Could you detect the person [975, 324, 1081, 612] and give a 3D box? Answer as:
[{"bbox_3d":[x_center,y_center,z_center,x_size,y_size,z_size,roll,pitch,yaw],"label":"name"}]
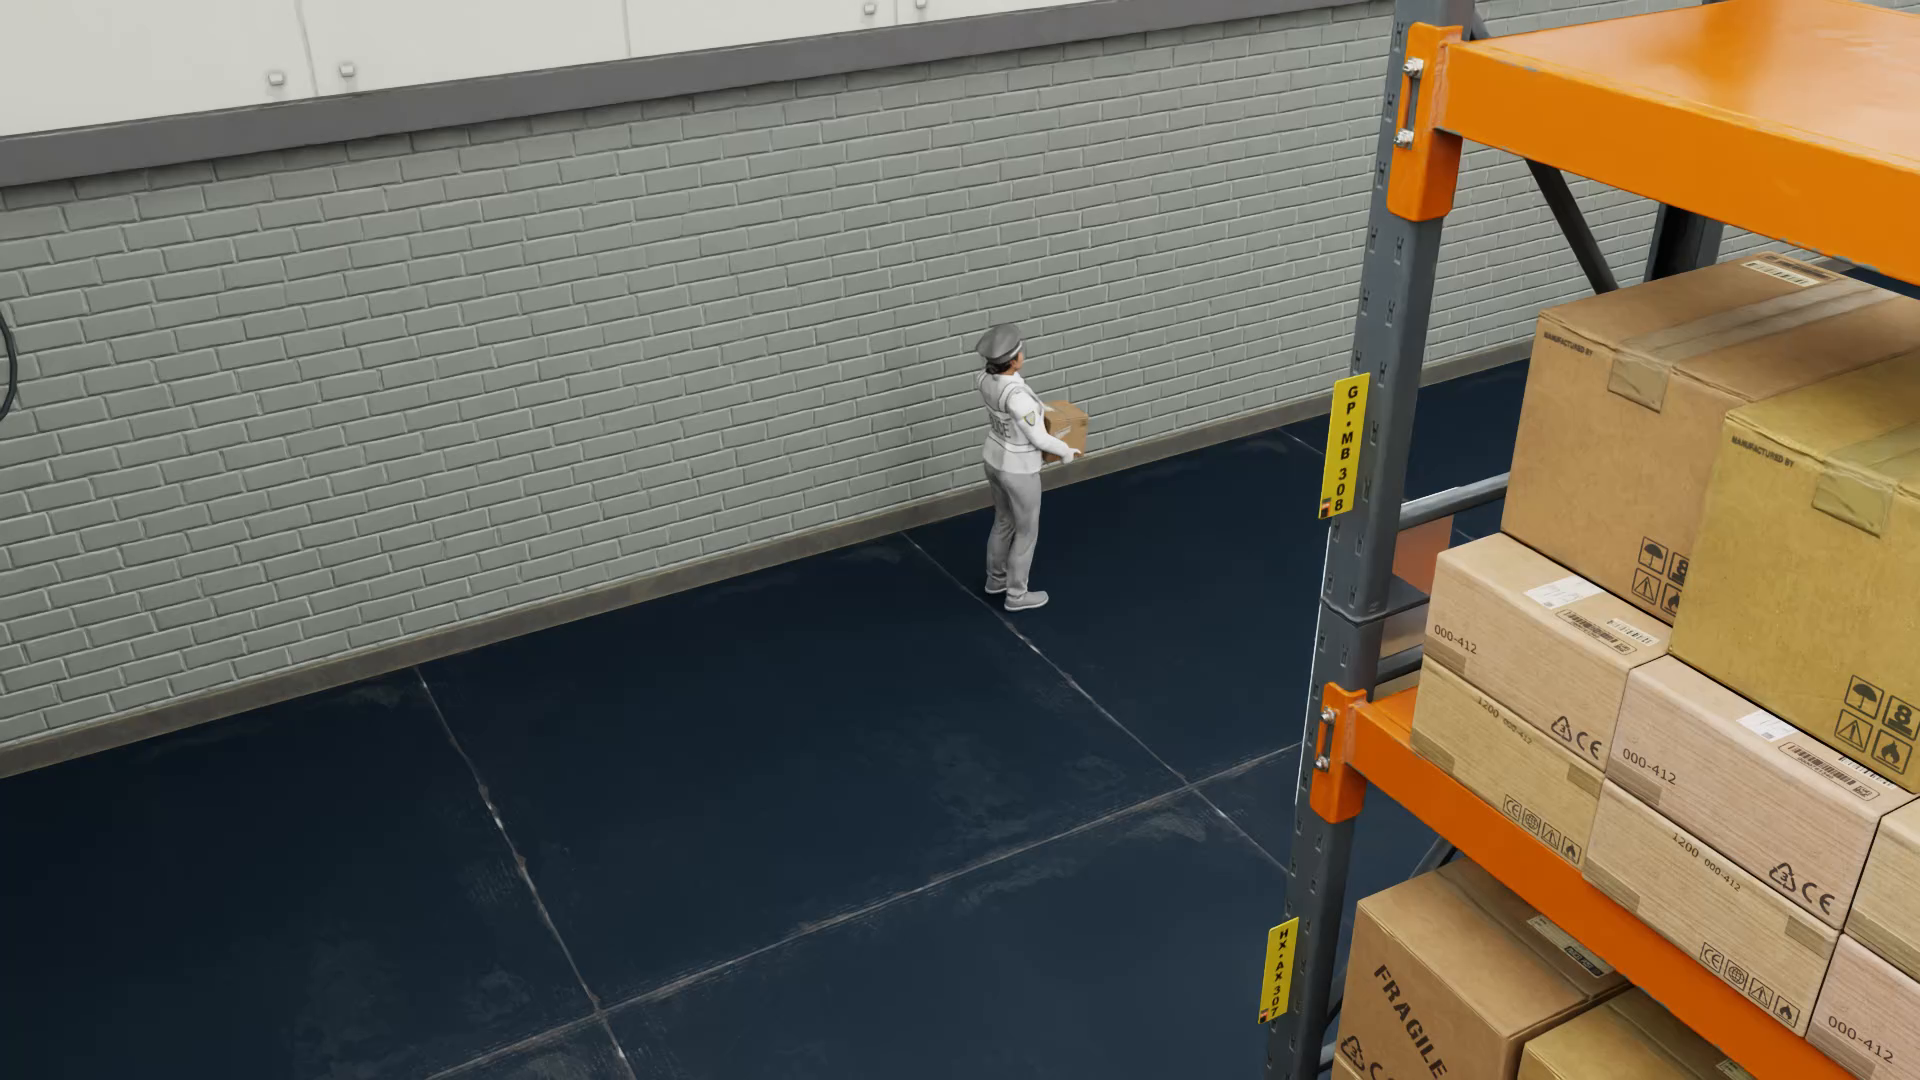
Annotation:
[{"bbox_3d":[0.361,-0.419,9.281,0.562,1.686,0.459,-15,33,-25],"label":"person"}]
